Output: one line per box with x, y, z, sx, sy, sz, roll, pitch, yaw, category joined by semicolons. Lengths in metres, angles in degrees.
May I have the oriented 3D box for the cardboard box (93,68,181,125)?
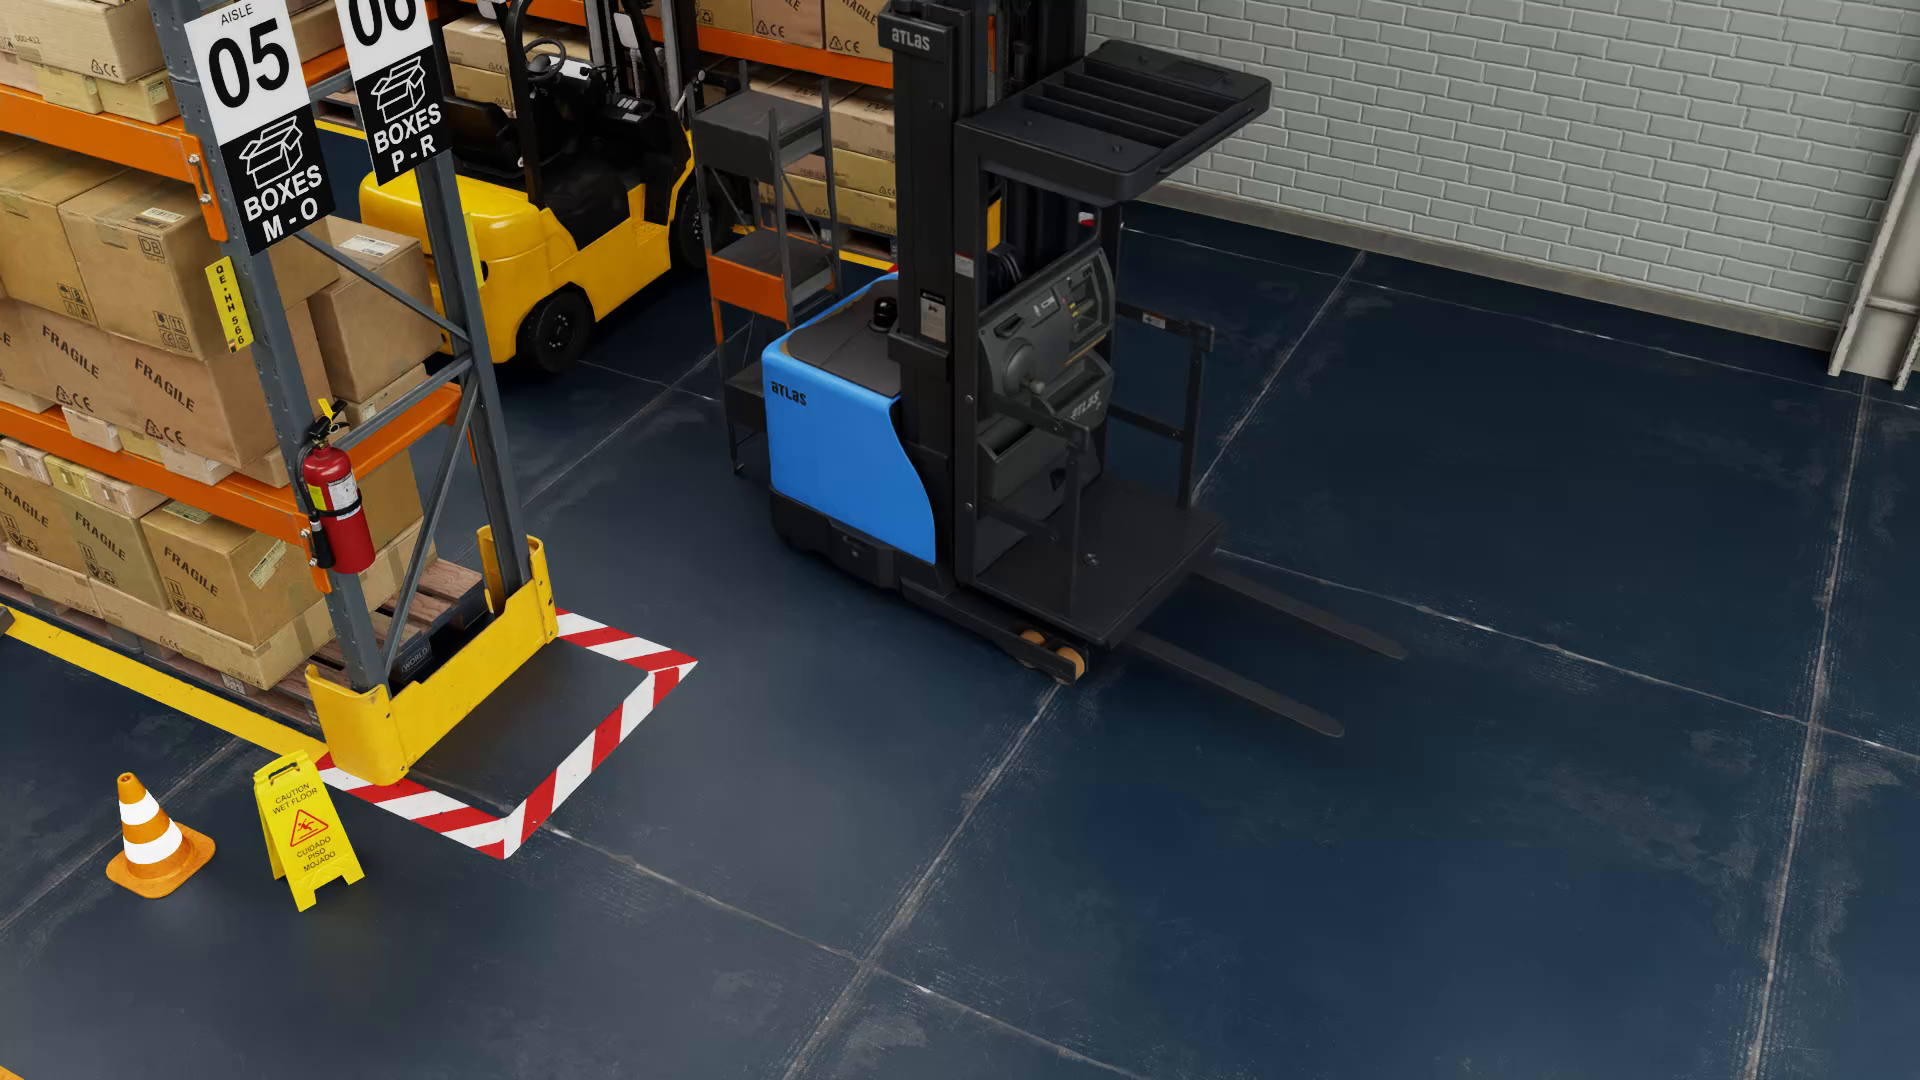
-2.636;-1.541;5.546;0.250;0.149;0.380;18;41;22;cardboard box

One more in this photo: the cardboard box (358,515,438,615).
-2.780;0.058;7.639;0.500;0.250;0.500;17;40;21;cardboard box

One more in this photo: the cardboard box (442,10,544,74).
-3.178;-3.443;11.424;0.500;0.250;0.500;17;40;21;cardboard box

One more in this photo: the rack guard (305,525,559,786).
-2.258;0.477;7.227;0.348;0.500;1.175;17;41;21;rack guard

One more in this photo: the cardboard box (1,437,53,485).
-3.834;-0.421;7.113;0.250;0.149;0.380;19;41;23;cardboard box

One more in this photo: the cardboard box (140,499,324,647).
-3.022;0.049;7.030;0.500;0.500;0.500;18;41;22;cardboard box

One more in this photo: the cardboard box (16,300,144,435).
-3.242;-0.800;6.514;0.500;0.500;0.500;17;41;22;cardboard box

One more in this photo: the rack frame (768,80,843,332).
-0.698;-1.135;8.009;0.015;2.100;0.400;22;42;28;rack frame

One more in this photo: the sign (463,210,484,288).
-1.941;-1.133;6.566;0.005;0.325;0.100;17;41;21;sign

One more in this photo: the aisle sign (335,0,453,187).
-1.993;-1.682;5.854;0.004;0.787;0.394;17;41;21;aisle sign

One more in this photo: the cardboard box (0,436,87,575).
-3.932;-0.238;7.409;0.500;0.500;0.500;16;40;20;cardboard box

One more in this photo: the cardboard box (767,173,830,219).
-0.911;-2.340;10.798;0.500;0.250;0.500;17;41;21;cardboard box

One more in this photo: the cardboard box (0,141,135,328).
-3.191;-1.223;6.245;0.500;0.500;0.700;18;41;22;cardboard box

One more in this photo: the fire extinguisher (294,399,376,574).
-2.301;-0.187;6.099;0.183;0.674;0.296;17;41;21;fire extinguisher

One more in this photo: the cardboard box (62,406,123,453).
-3.357;-0.535;6.702;0.250;0.149;0.380;18;41;22;cardboard box

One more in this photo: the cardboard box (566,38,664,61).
-2.281;-3.163;11.056;0.500;0.250;0.500;19;41;23;cardboard box

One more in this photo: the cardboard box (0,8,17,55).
-3.209;-1.896;5.684;0.500;0.250;0.500;17;40;21;cardboard box

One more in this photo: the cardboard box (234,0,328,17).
-2.515;-2.034;5.865;0.500;0.250;0.500;17;40;21;cardboard box

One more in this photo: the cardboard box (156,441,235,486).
-2.897;-0.397;6.520;0.250;0.149;0.380;17;40;21;cardboard box

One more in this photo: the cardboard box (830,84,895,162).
-0.464;-2.594;10.306;0.500;0.250;0.500;19;41;23;cardboard box

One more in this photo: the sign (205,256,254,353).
-2.464;-0.792;5.613;0.005;0.325;0.100;17;41;21;sign

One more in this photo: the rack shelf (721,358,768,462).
-0.884;-0.641;8.548;0.480;0.518;0.431;22;42;28;rack shelf

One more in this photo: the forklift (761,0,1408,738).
0.548;-0.889;7.017;3.031;2.935;1.130;24;44;29;forklift

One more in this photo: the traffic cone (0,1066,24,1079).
-3.374;1.777;5.546;0.334;0.463;0.336;17;41;21;traffic cone

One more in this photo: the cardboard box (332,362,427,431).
-2.397;-0.603;6.791;0.250;0.149;0.380;18;41;22;cardboard box

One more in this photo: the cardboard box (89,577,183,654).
-3.488;0.202;7.449;0.500;0.250;0.500;18;41;22;cardboard box

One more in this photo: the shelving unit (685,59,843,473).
-0.898;-1.215;8.124;0.503;2.100;0.431;22;42;28;shelving unit

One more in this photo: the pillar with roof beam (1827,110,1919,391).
3.233;-2.251;3.792;0.400;9.000;9.100;17;41;21;pillar with roof beam

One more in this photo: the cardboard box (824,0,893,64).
-0.469;-3.199;9.920;0.500;0.500;0.500;16;40;21;cardboard box

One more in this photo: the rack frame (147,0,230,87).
-2.191;-2.887;4.630;0.127;3.000;1.000;17;41;21;rack frame

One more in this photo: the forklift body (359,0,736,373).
-2.434;-2.373;9.617;1.214;2.155;2.313;17;41;21;forklift body

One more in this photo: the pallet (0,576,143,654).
-4.042;0.008;8.085;1.213;0.211;1.003;17;41;21;pallet

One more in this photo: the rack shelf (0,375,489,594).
-3.967;-0.767;7.394;4.000;0.370;1.077;17;41;21;rack shelf

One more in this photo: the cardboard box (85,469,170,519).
-3.379;-0.275;6.921;0.250;0.149;0.380;19;41;23;cardboard box

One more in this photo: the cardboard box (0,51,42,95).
-3.092;-1.685;5.735;0.250;0.149;0.380;19;41;23;cardboard box

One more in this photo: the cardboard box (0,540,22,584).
-4.391;-0.084;7.826;0.500;0.250;0.500;17;40;21;cardboard box

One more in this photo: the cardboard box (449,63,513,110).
-3.176;-3.246;11.579;0.500;0.250;0.500;17;40;21;cardboard box

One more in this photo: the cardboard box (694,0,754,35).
-1.381;-3.490;10.304;0.500;0.500;0.500;17;40;21;cardboard box

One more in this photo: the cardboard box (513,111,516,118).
-2.728;-2.902;11.539;0.500;0.250;0.500;17;40;21;cardboard box

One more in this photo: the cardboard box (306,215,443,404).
-2.484;-0.936;6.693;0.500;0.500;0.500;17;40;21;cardboard box

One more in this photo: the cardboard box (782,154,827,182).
-0.928;-2.547;10.658;0.500;0.250;0.500;17;40;21;cardboard box

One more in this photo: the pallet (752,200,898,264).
-0.610;-2.243;11.050;1.213;0.211;1.003;17;41;21;pallet

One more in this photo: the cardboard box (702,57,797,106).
-1.372;-2.868;10.667;0.500;0.250;0.500;18;41;22;cardboard box

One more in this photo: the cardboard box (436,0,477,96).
-3.932;-3.636;12.195;0.625;0.625;0.875;19;41;23;cardboard box

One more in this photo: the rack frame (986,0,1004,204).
0.089;-3.163;9.956;0.127;3.000;1.000;17;41;21;rack frame
